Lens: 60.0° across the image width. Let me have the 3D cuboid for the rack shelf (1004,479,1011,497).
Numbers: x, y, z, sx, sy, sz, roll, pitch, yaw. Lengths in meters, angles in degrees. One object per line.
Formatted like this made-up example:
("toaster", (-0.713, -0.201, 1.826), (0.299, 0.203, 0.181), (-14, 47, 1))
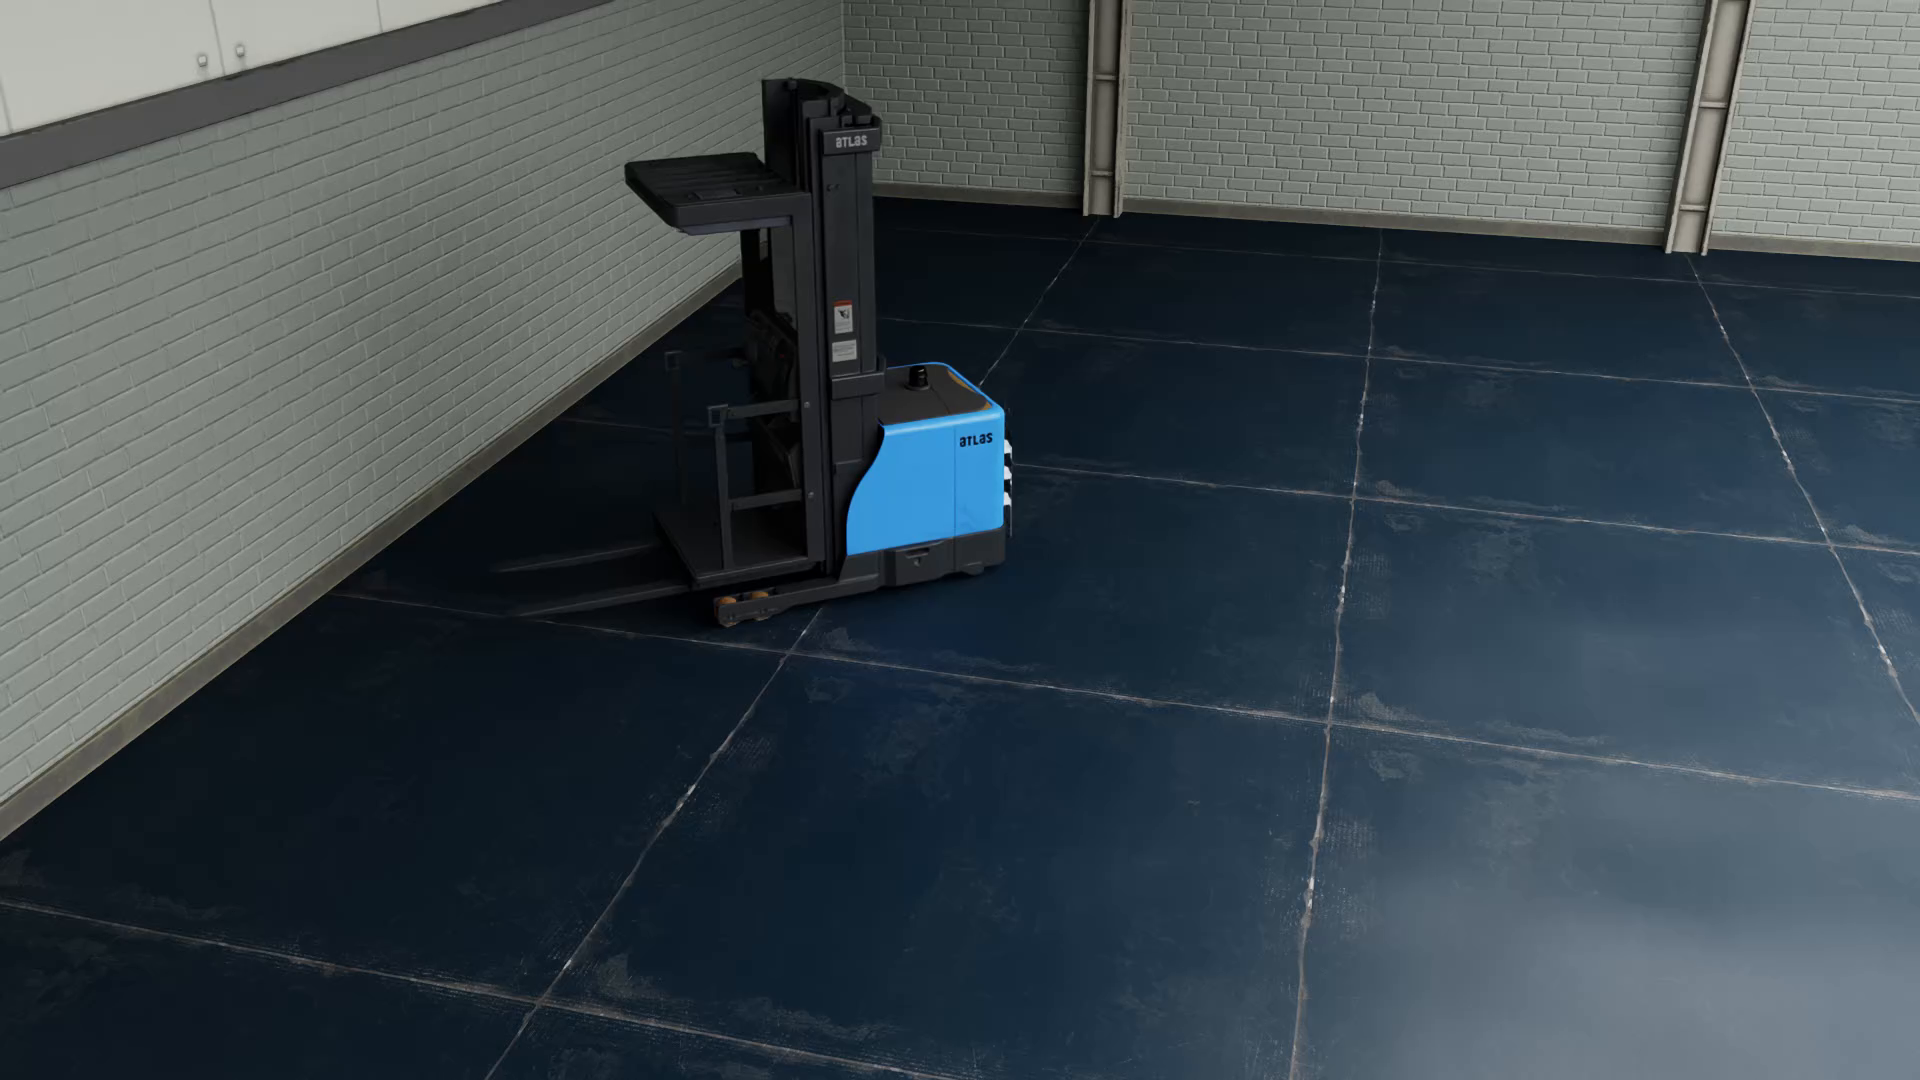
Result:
("rack shelf", (0.208, -0.354, 10.733), (0.200, 0.077, 0.258), (-4, 26, -9))

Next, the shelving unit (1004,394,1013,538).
("shelving unit", (0.208, -0.465, 10.680), (0.210, 0.900, 0.258), (-4, 26, -9))

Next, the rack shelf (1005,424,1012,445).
("rack shelf", (0.208, -0.679, 10.578), (0.200, 0.077, 0.258), (-4, 26, -9))

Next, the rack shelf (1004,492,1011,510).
("rack shelf", (0.208, -0.272, 10.771), (0.200, 0.077, 0.258), (-4, 26, -9))

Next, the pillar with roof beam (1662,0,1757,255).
("pillar with roof beam", (6.310, -5.228, 11.262), (0.400, 9.000, 9.100), (6, 26, 13))

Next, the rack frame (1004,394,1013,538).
("rack frame", (0.308, -0.473, 10.696), (0.006, 0.900, 0.240), (-4, 26, -9))

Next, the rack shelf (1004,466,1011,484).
("rack shelf", (0.208, -0.435, 10.694), (0.200, 0.077, 0.258), (-4, 26, -9))

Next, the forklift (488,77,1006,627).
("forklift", (-1.284, -1.077, 9.603), (3.031, 2.935, 1.130), (-10, 27, -20))

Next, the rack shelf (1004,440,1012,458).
("rack shelf", (0.208, -0.597, 10.617), (0.200, 0.077, 0.258), (-4, 26, -9))

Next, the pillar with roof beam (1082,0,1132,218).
("pillar with roof beam", (0.499, -5.870, 12.611), (0.400, 9.000, 9.100), (6, 26, 13))

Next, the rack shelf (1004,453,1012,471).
("rack shelf", (0.208, -0.516, 10.655), (0.200, 0.077, 0.258), (-4, 26, -9))
